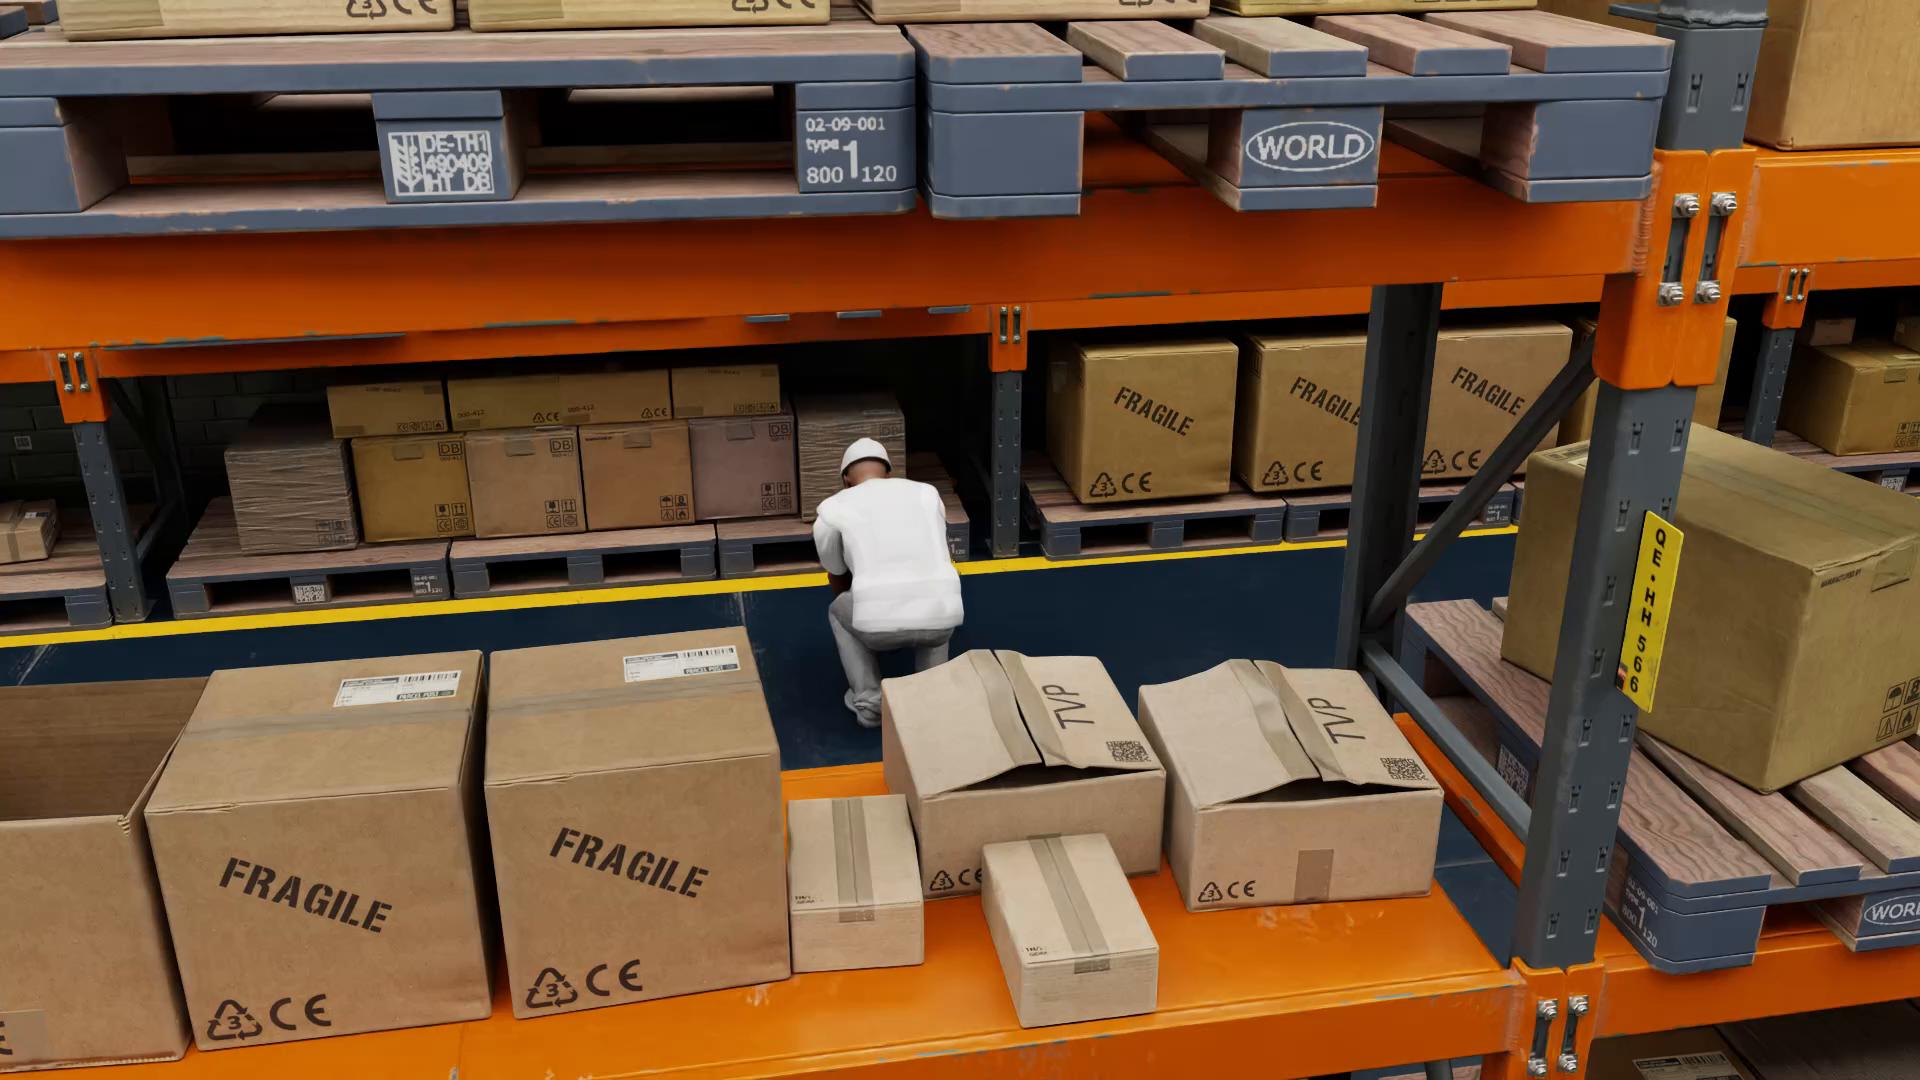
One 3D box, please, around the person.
[{"bbox_3d":[-0.300,0.170,6.645,0.540,1.008,0.913,-5,24,-11],"label":"person"}]
